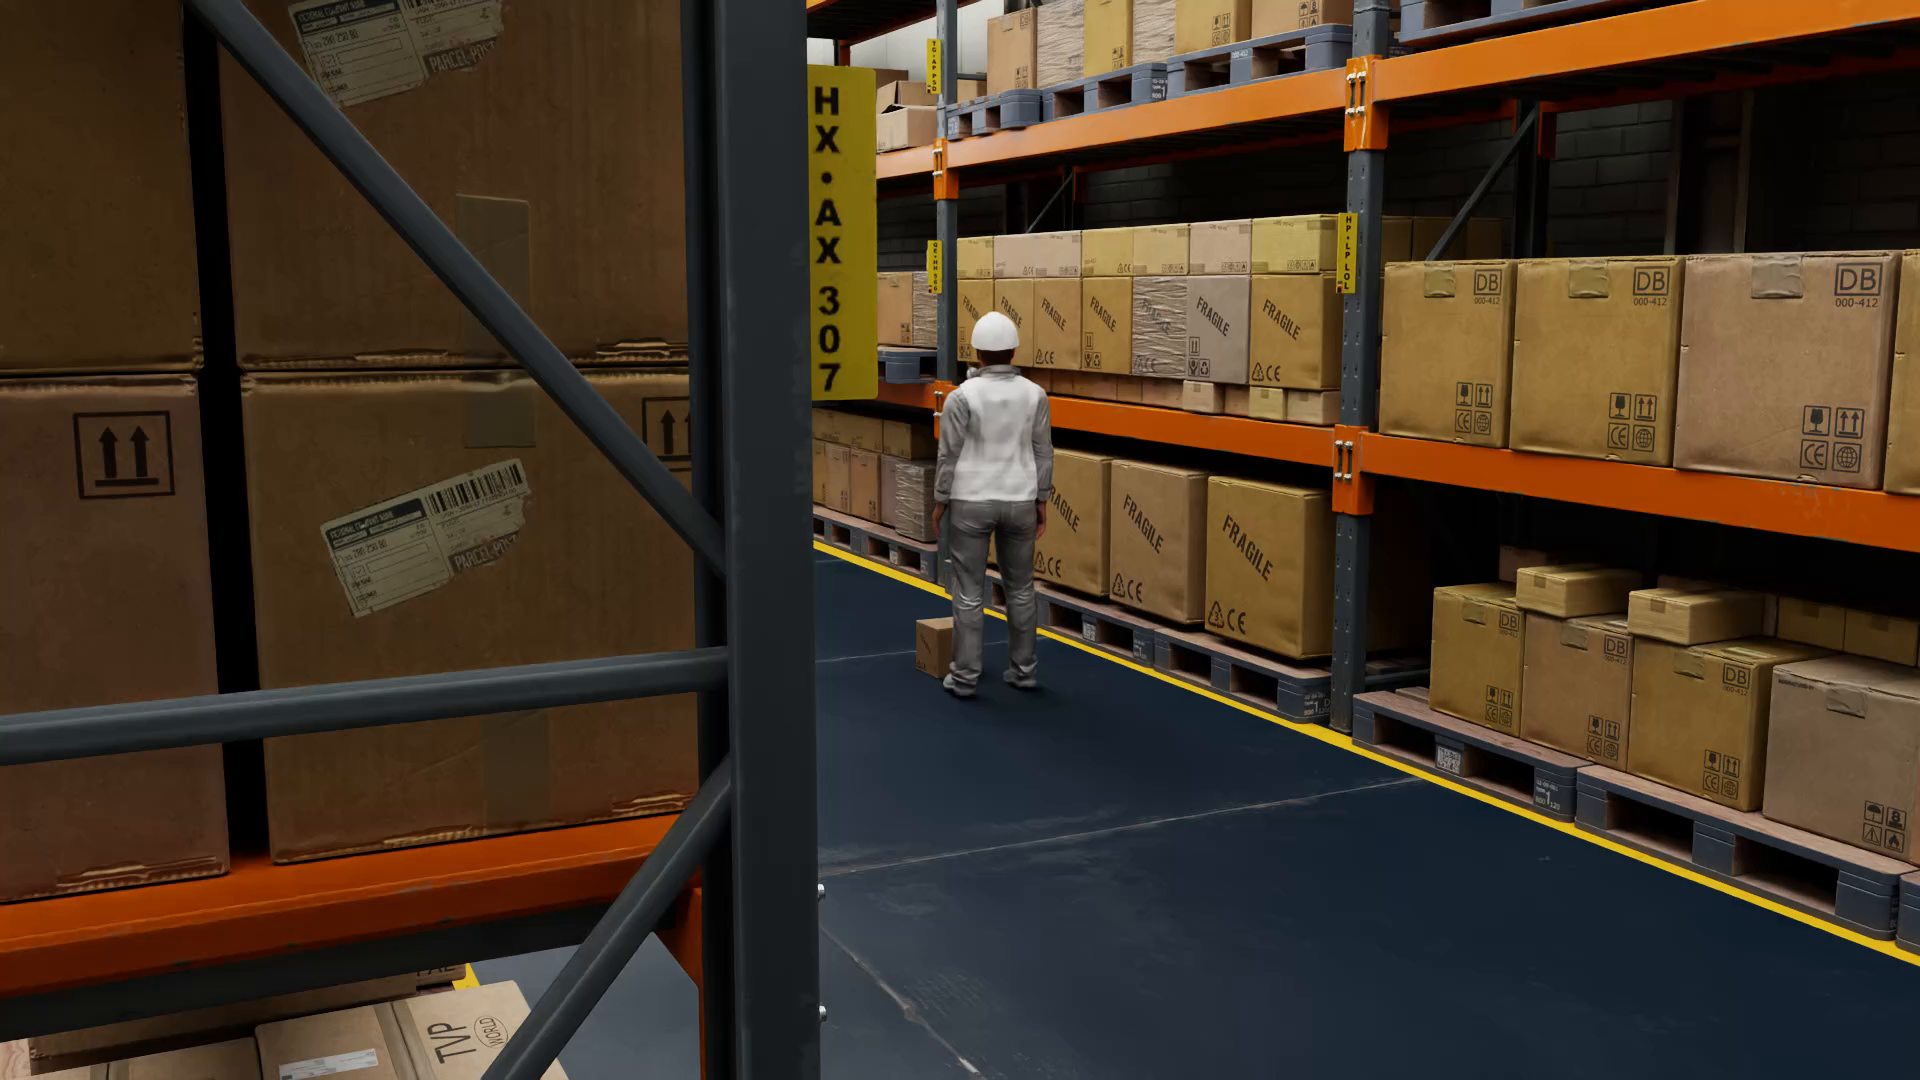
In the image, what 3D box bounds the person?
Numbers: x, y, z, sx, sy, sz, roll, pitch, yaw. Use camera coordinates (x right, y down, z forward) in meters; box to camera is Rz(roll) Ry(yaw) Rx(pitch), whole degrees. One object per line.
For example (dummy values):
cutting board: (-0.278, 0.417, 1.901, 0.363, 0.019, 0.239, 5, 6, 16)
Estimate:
person: (0.139, -0.167, 7.797, 0.552, 1.790, 0.428, -3, 9, -18)
